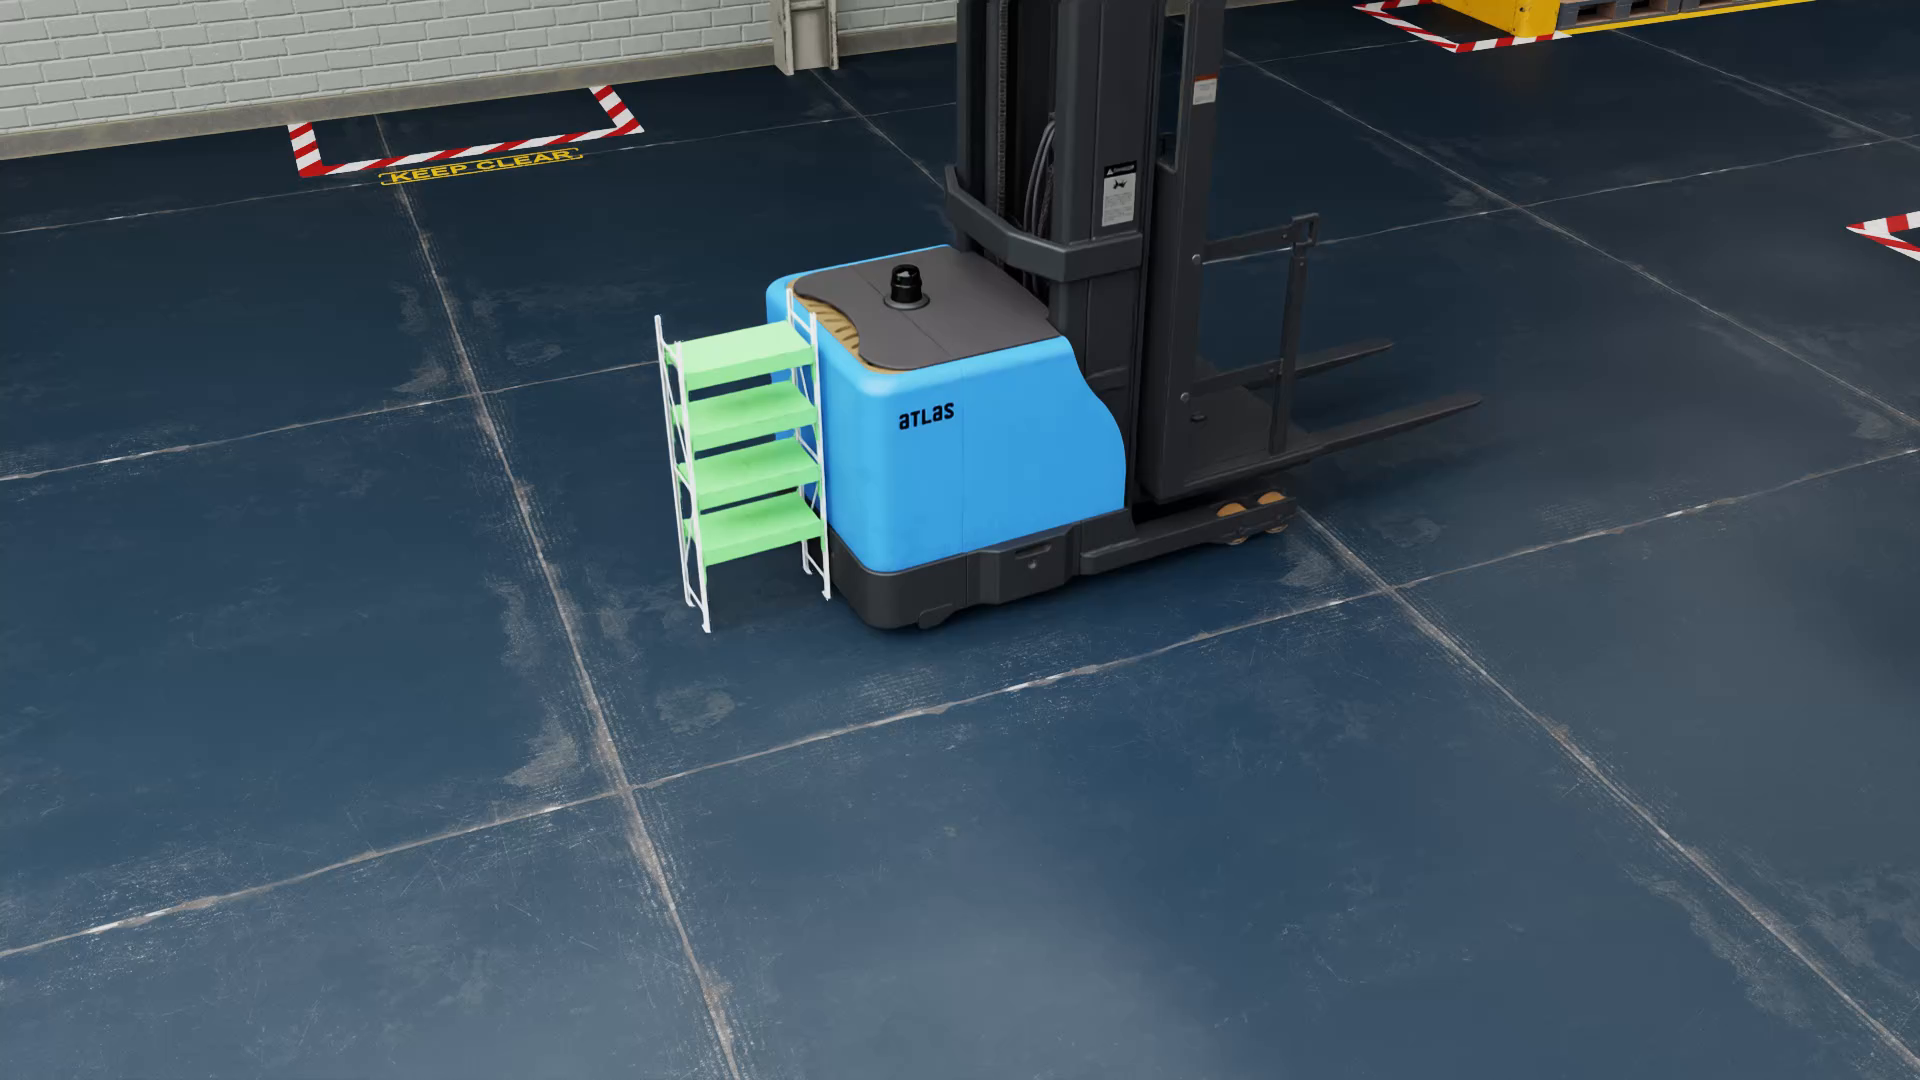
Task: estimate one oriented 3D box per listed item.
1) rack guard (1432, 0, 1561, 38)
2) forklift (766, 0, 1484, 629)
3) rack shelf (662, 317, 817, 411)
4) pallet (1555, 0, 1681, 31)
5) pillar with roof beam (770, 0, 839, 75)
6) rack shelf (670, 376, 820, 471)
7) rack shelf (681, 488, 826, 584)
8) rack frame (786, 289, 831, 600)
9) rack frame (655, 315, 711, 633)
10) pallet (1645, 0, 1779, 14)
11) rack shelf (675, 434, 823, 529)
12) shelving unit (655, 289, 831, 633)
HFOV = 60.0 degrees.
[{"bbox_3d":[4.182,-4.334,12.953,0.348,0.500,1.175,-13,35,-19],"label":"rack guard"},{"bbox_3d":[0.800,-1.450,6.291,3.031,2.935,1.130,-15,36,-22],"label":"forklift"},{"bbox_3d":[-0.776,-0.622,5.843,0.480,0.148,0.258,-15,36,-22],"label":"rack shelf"},{"bbox_3d":[4.944,-4.367,13.268,1.213,0.211,1.003,-13,35,-19],"label":"pallet"},{"bbox_3d":[0.556,-5.032,6.232,0.400,9.000,9.100,-13,35,-19],"label":"pillar with roof beam"},{"bbox_3d":[-0.776,-0.421,5.974,0.480,0.148,0.258,-15,36,-22],"label":"rack shelf"},{"bbox_3d":[-0.776,-0.019,6.236,0.480,0.148,0.258,-15,36,-22],"label":"rack shelf"},{"bbox_3d":[-0.559,-0.333,6.162,0.015,1.200,0.240,-15,36,-22],"label":"rack frame"},{"bbox_3d":[-0.994,-0.213,5.977,0.015,1.200,0.240,-15,36,-22],"label":"rack frame"},{"bbox_3d":[6.067,-4.622,13.660,1.213,0.211,1.003,-13,35,-19],"label":"pallet"},{"bbox_3d":[-0.776,-0.220,6.105,0.480,0.148,0.258,-15,36,-22],"label":"rack shelf"},{"bbox_3d":[-0.776,-0.273,6.070,0.503,1.200,0.258,-15,36,-22],"label":"shelving unit"}]
